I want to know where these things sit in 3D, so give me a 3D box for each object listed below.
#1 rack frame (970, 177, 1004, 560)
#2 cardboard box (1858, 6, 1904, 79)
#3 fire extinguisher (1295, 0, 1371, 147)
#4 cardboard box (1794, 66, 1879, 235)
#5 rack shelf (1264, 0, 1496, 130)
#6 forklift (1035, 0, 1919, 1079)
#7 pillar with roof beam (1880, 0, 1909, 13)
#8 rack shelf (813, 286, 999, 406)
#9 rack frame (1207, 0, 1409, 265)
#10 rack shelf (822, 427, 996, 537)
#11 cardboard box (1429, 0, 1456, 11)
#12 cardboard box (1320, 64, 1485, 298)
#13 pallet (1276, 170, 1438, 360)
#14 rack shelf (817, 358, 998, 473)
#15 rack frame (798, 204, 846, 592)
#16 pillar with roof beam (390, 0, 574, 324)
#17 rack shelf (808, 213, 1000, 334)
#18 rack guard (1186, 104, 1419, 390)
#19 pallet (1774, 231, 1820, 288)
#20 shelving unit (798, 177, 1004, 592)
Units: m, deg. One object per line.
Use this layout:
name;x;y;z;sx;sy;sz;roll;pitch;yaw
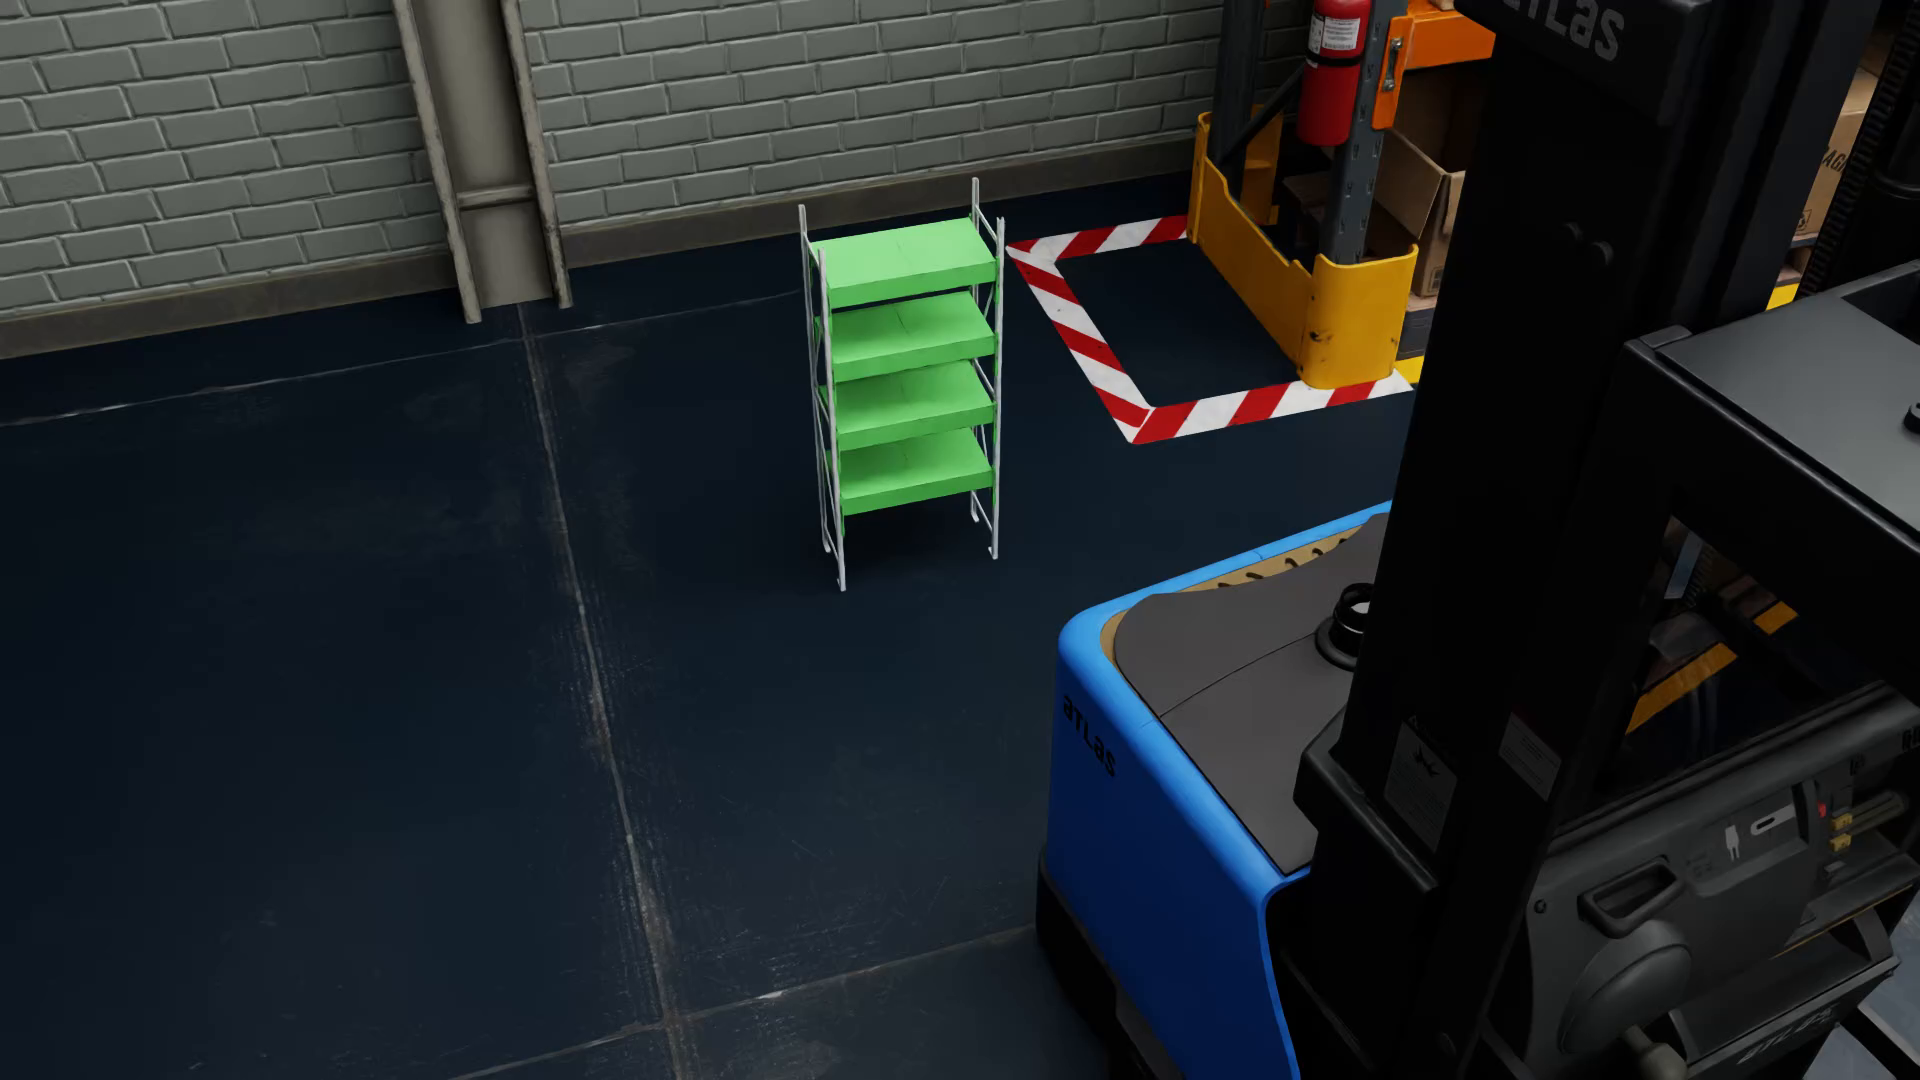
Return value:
rack frame;0.075;-0.467;4.873;0.015;1.200;0.240;-12;42;-13
cardboard box;3.584;-1.661;6.452;0.500;0.500;0.700;-13;43;-15
fire extinguisher;1.153;-1.544;5.080;0.183;0.674;0.296;-12;42;-13
cardboard box;3.128;-1.497;6.264;0.500;0.500;0.500;-11;42;-12
rack shelf;3.062;-2.157;5.986;4.000;0.370;1.077;-12;42;-13
forklift;1.298;0.591;2.346;1.130;2.935;3.031;-18;44;-20
pillar with roof beam;5.328;-2.809;1.625;0.400;9.000;9.100;-12;42;-13
rack shelf;-0.158;-0.552;4.702;0.480;0.148;0.258;-12;42;-13
rack frame;1.155;-2.033;5.297;0.127;3.000;1.000;-12;42;-13
rack shelf;-0.158;-0.190;5.018;0.480;0.148;0.258;-12;42;-13
cardboard box;1.550;-1.831;5.257;0.250;0.149;0.380;-12;43;-13
cardboard box;1.766;-1.312;6.050;0.637;0.503;0.797;-13;43;-15
pallet;1.987;-1.156;6.413;1.213;0.211;1.003;-12;42;-13
rack shelf;-0.158;-0.371;4.860;0.480;0.148;0.258;-12;42;-13
rack frame;-0.391;-0.371;4.763;0.015;1.200;0.240;-12;42;-13
pillar with roof beam;-0.395;-1.623;0.268;0.400;9.000;9.100;-12;42;-13
rack shelf;-0.158;-0.732;4.544;0.480;0.148;0.258;-12;42;-13
rack guard;1.227;-1.106;6.136;0.348;0.500;1.175;-12;42;-13
pallet;3.149;-1.394;6.686;1.213;0.211;1.003;-12;42;-13
shelving unit;-0.158;-0.419;4.818;0.503;1.200;0.258;-12;42;-13
